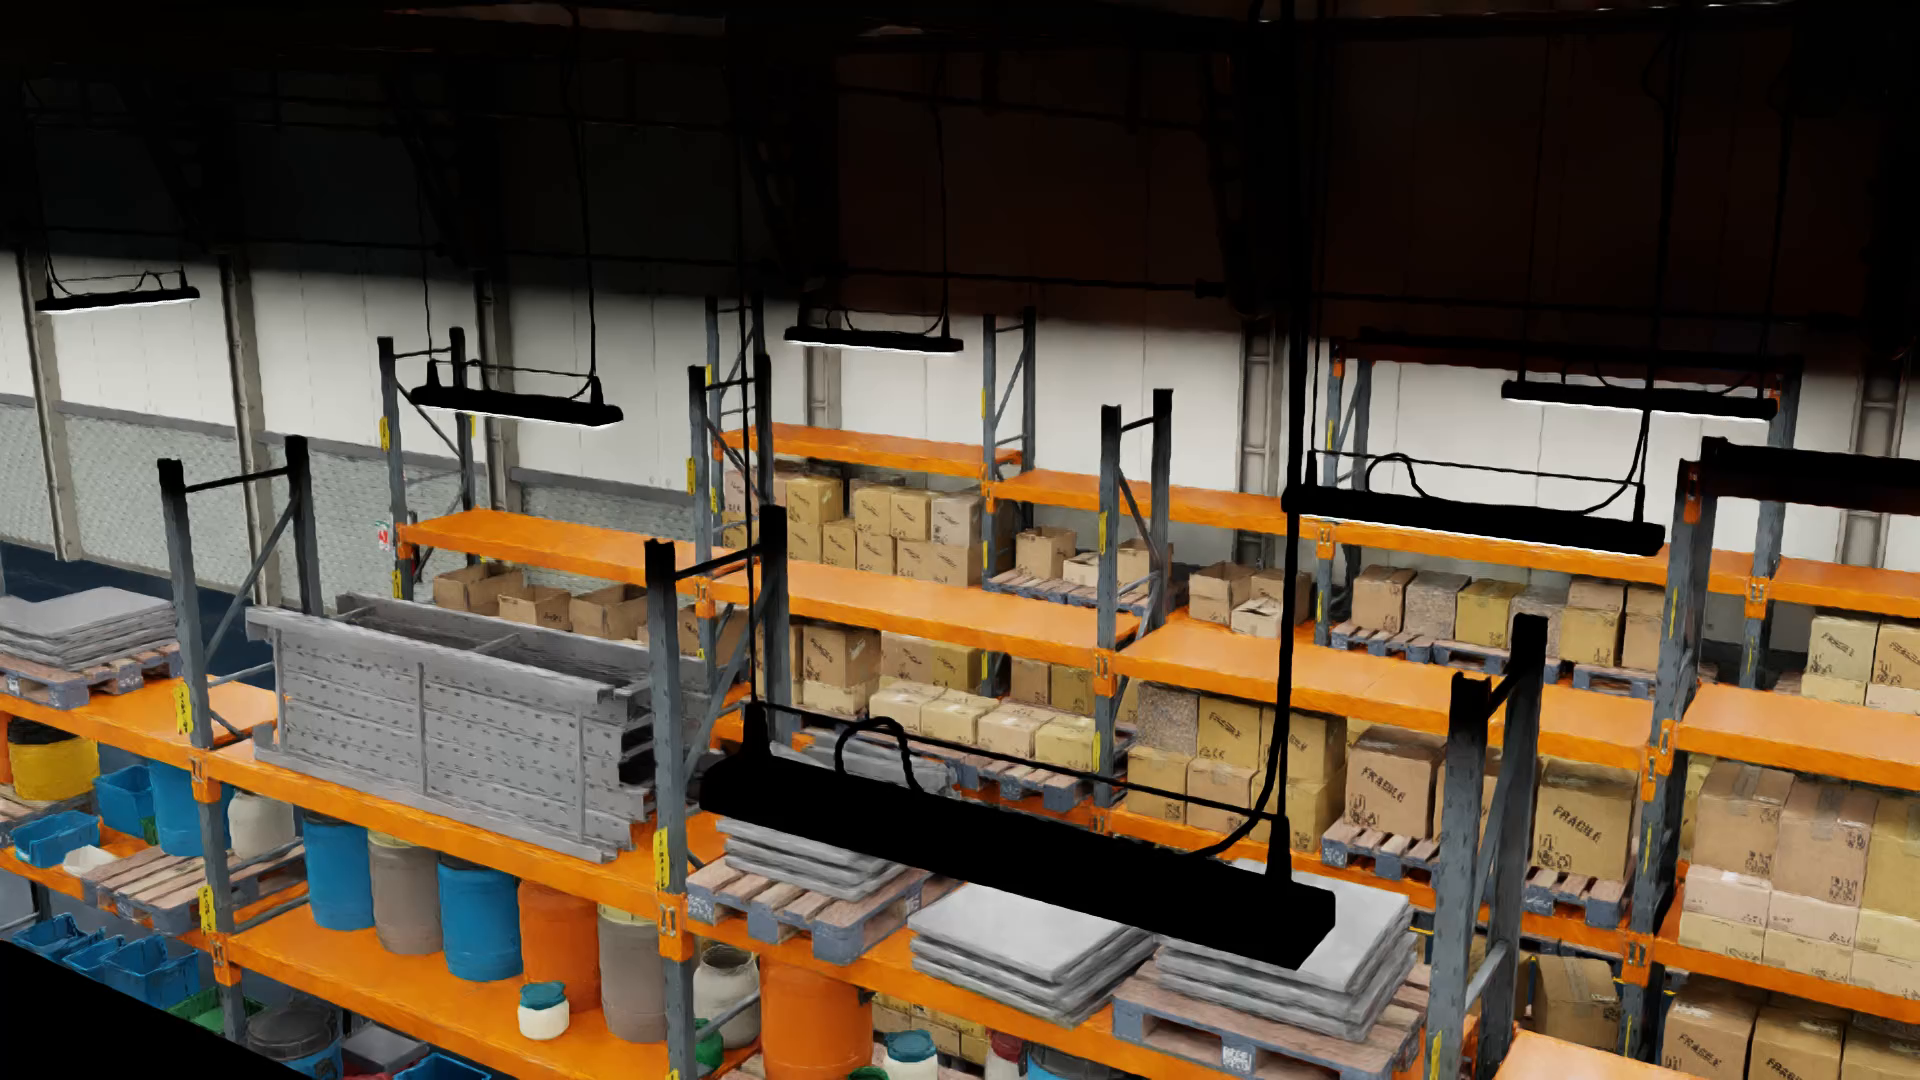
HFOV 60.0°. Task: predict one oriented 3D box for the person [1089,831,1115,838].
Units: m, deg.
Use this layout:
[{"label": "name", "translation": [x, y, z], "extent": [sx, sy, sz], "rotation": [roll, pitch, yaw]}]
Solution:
[{"label": "person", "translation": [1.425, 3.516, 15.682], "extent": [0.526, 1.625, 0.592], "rotation": [8, 16, 30]}]
